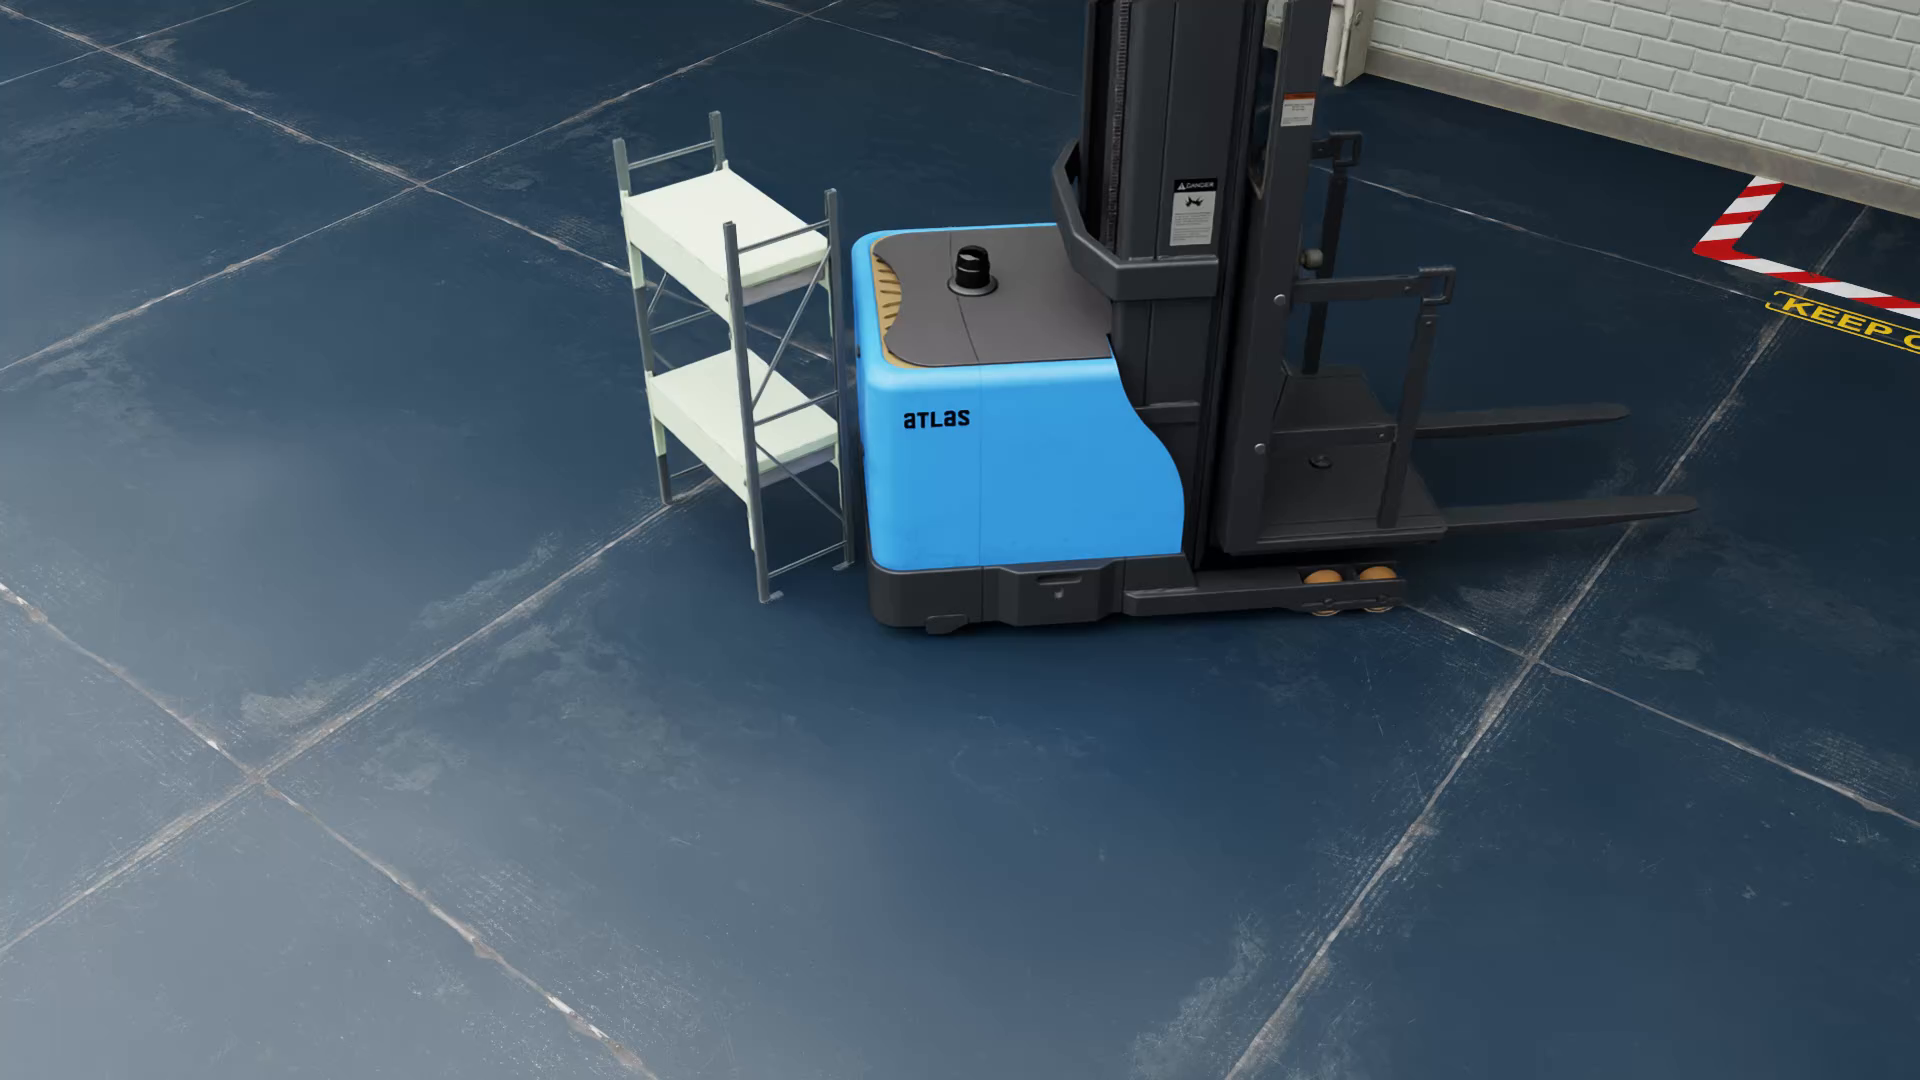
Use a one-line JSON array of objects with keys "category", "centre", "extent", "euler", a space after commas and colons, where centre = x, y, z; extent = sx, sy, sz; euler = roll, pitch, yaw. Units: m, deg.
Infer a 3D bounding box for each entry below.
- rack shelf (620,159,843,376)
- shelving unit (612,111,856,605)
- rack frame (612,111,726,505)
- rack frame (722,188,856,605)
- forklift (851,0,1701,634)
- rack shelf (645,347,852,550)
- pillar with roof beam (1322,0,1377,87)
[{"category": "rack shelf", "centre": [-0.769, -0.927, 5.585], "extent": [0.431, 0.370, 0.720], "euler": [-24, 44, -28]}, {"category": "shelving unit", "centre": [-0.769, -0.620, 5.825], "extent": [0.431, 1.500, 0.755], "euler": [-24, 44, -28]}, {"category": "rack frame", "centre": [-0.984, -0.802, 6.058], "extent": [0.400, 1.500, 0.023], "euler": [-24, 44, -28]}, {"category": "rack frame", "centre": [-0.553, -0.438, 5.592], "extent": [0.400, 1.500, 0.023], "euler": [-24, 44, -28]}, {"category": "forklift", "centre": [1.153, -1.206, 5.412], "extent": [3.031, 2.935, 1.130], "euler": [-4, 38, -5]}, {"category": "rack shelf", "centre": [-0.769, -0.363, 6.026], "extent": [0.431, 0.370, 0.720], "euler": [-24, 44, -28]}, {"category": "pillar with roof beam", "centre": [-0.477, -4.195, 4.309], "extent": [0.400, 9.000, 9.100], "euler": [25, 45, 29]}]
